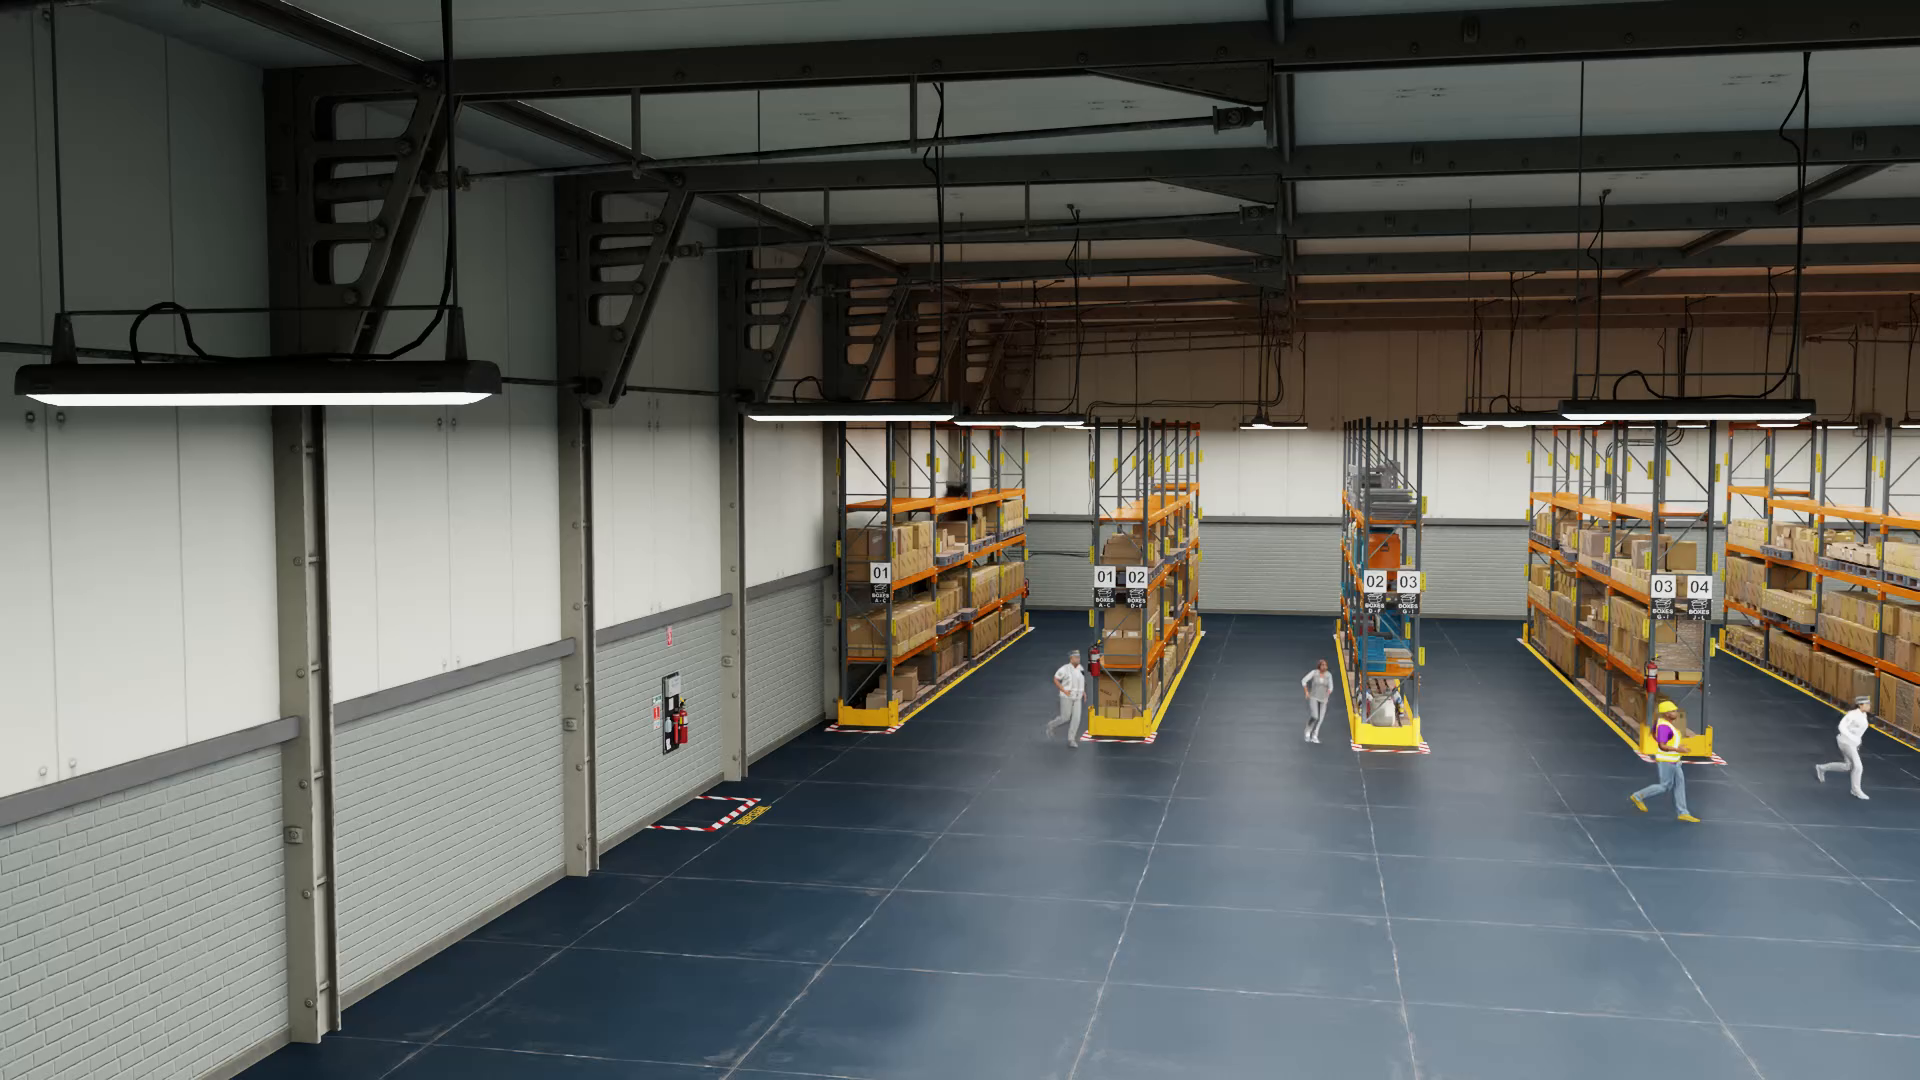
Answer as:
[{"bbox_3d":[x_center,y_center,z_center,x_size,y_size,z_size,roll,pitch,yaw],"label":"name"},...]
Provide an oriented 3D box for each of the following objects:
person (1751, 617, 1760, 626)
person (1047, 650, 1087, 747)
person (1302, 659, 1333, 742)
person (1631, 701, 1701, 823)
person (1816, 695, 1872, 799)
[{"bbox_3d":[21.709,1.975,45.164,0.716,1.624,0.993,-2,4,-33],"label":"person"},{"bbox_3d":[2.061,2.878,30.529,0.719,1.732,0.845,-2,4,-33],"label":"person"},{"bbox_3d":[6.593,2.971,30.560,0.534,1.535,0.613,0,4,-4],"label":"person"},{"bbox_3d":[10.383,3.246,24.425,0.956,1.762,0.700,2,4,31],"label":"person"},{"bbox_3d":[13.927,3.231,26.210,0.615,1.657,0.785,-3,5,-37],"label":"person"}]
